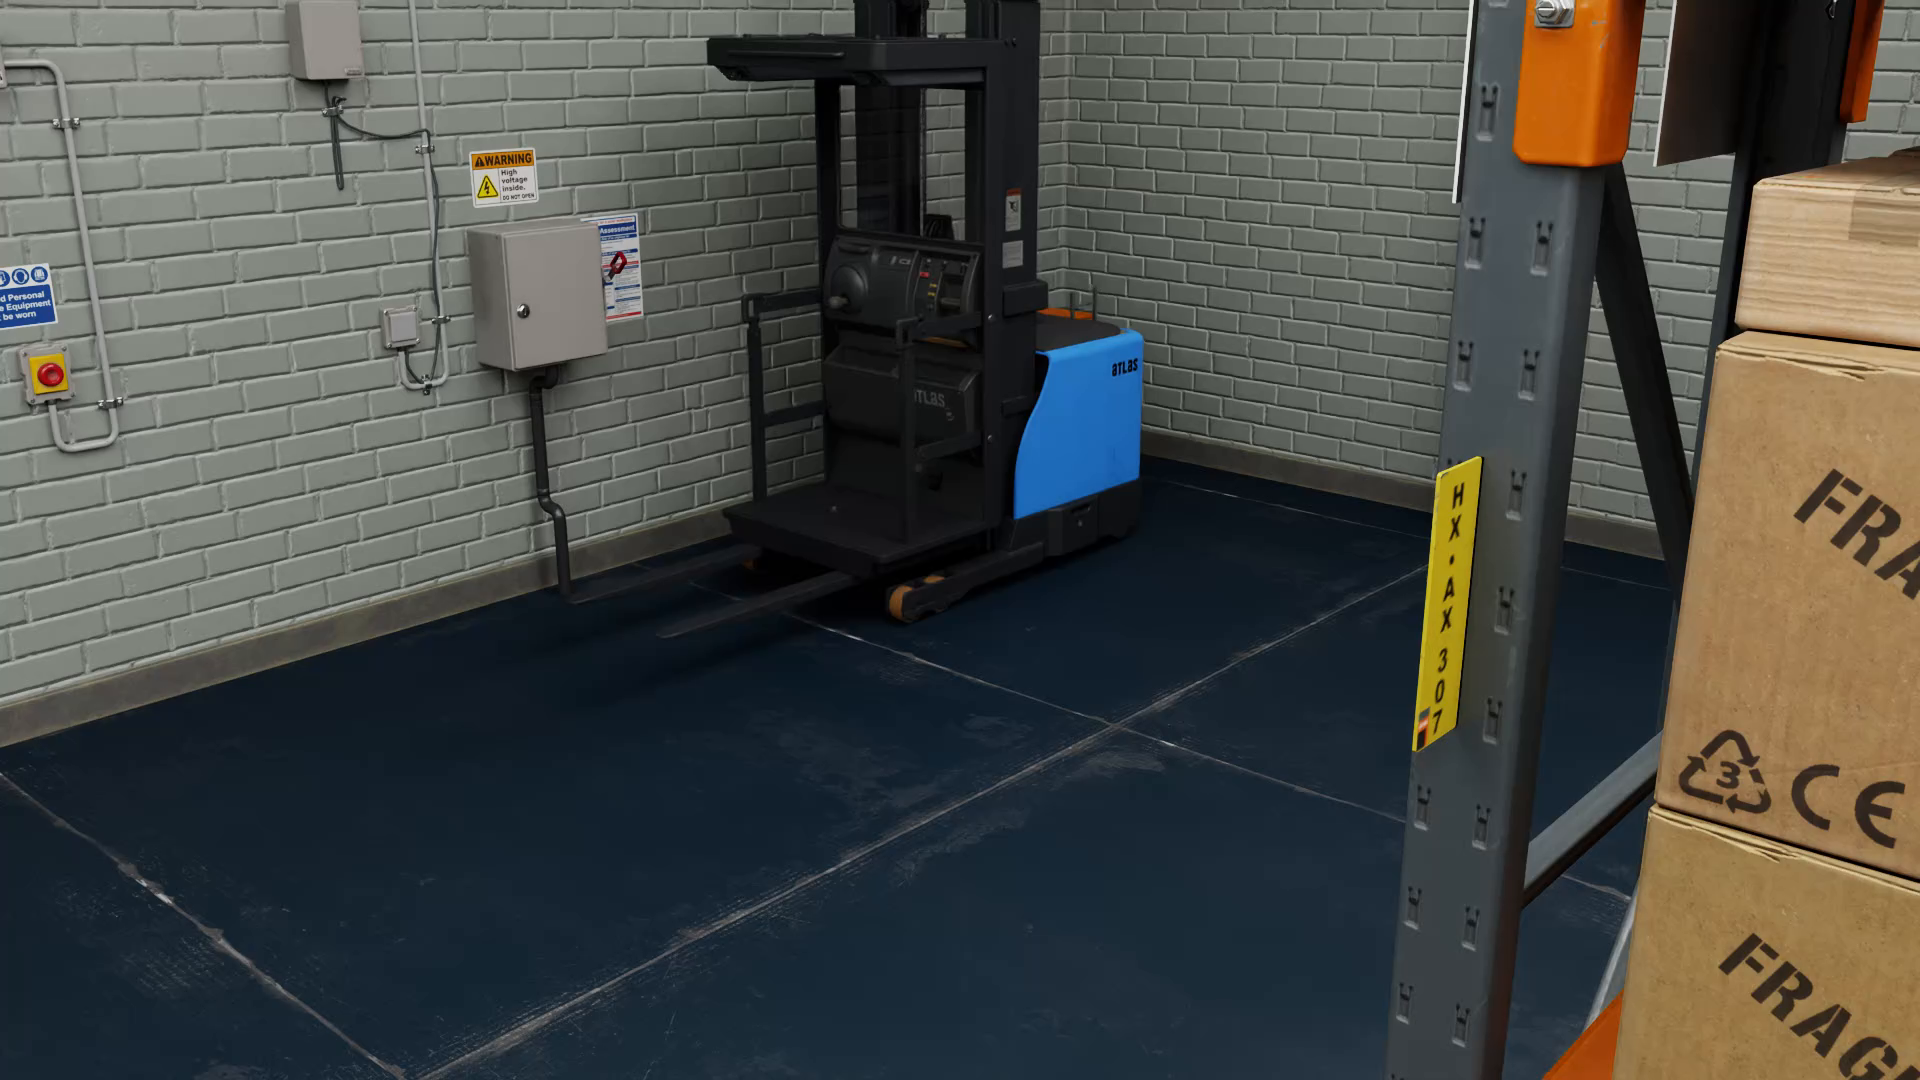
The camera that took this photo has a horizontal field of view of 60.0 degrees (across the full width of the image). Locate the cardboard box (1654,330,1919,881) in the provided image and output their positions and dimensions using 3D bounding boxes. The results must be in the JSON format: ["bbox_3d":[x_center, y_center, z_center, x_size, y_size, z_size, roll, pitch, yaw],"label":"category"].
[{"bbox_3d":[1.087,0.036,1.721,0.500,0.500,0.500,14,23,38],"label":"cardboard box"}]

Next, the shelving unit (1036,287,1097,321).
[{"bbox_3d":[0.465,-0.803,9.158,0.503,1.200,0.258,13,22,35],"label":"shelving unit"}]

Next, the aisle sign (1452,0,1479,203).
[{"bbox_3d":[0.671,-0.788,1.839,0.004,0.787,0.394,15,23,39],"label":"aisle sign"}]

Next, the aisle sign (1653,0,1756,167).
[{"bbox_3d":[1.069,-0.924,2.267,0.004,0.787,0.394,15,23,39],"label":"aisle sign"}]

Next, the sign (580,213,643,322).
[{"bbox_3d":[-1.639,-1.281,7.847,0.001,0.494,0.329,15,23,39],"label":"sign"}]

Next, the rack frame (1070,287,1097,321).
[{"bbox_3d":[0.659,-0.758,9.016,0.015,1.200,0.240,13,22,35],"label":"rack frame"}]

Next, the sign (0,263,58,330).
[{"bbox_3d":[-3.394,-0.857,5.908,0.001,0.218,0.327,15,23,39],"label":"sign"}]

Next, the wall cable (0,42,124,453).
[{"bbox_3d":[-3.316,-1.226,5.786,0.123,1.953,0.585,15,23,39],"label":"wall cable"}]

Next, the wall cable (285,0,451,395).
[{"bbox_3d":[-2.383,-1.535,6.809,0.122,1.984,0.588,15,23,39],"label":"wall cable"}]

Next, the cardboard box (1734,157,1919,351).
[{"bbox_3d":[0.999,-0.300,1.707,0.250,0.149,0.380,16,23,40],"label":"cardboard box"}]

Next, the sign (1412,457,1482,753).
[{"bbox_3d":[0.544,0.074,1.859,0.005,0.325,0.100,15,23,39],"label":"sign"}]

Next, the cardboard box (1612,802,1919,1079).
[{"bbox_3d":[1.085,0.513,1.870,0.500,0.500,0.500,15,23,39],"label":"cardboard box"}]

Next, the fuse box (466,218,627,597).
[{"bbox_3d":[-1.812,-0.559,7.545,0.414,1.711,0.539,15,23,39],"label":"fuse box"}]

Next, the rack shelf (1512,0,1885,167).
[{"bbox_3d":[2.413,-0.286,0.784,4.000,0.370,1.077,15,23,39],"label":"rack shelf"}]

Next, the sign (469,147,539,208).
[{"bbox_3d":[-2.004,-1.596,7.316,0.001,0.242,0.339,15,23,39],"label":"sign"}]

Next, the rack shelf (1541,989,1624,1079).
[{"bbox_3d":[2.413,1.144,1.237,4.000,0.370,1.077,15,23,39],"label":"rack shelf"}]

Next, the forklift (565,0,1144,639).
[{"bbox_3d":[-0.417,-1.199,7.545,1.130,2.935,3.031,15,23,40],"label":"forklift"}]

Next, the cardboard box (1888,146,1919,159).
[{"bbox_3d":[1.318,-0.407,2.045,0.250,0.149,0.380,15,23,40],"label":"cardboard box"}]

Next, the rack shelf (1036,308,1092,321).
[{"bbox_3d":[0.465,-1.177,9.039,0.480,0.148,0.258,13,22,35],"label":"rack shelf"}]
